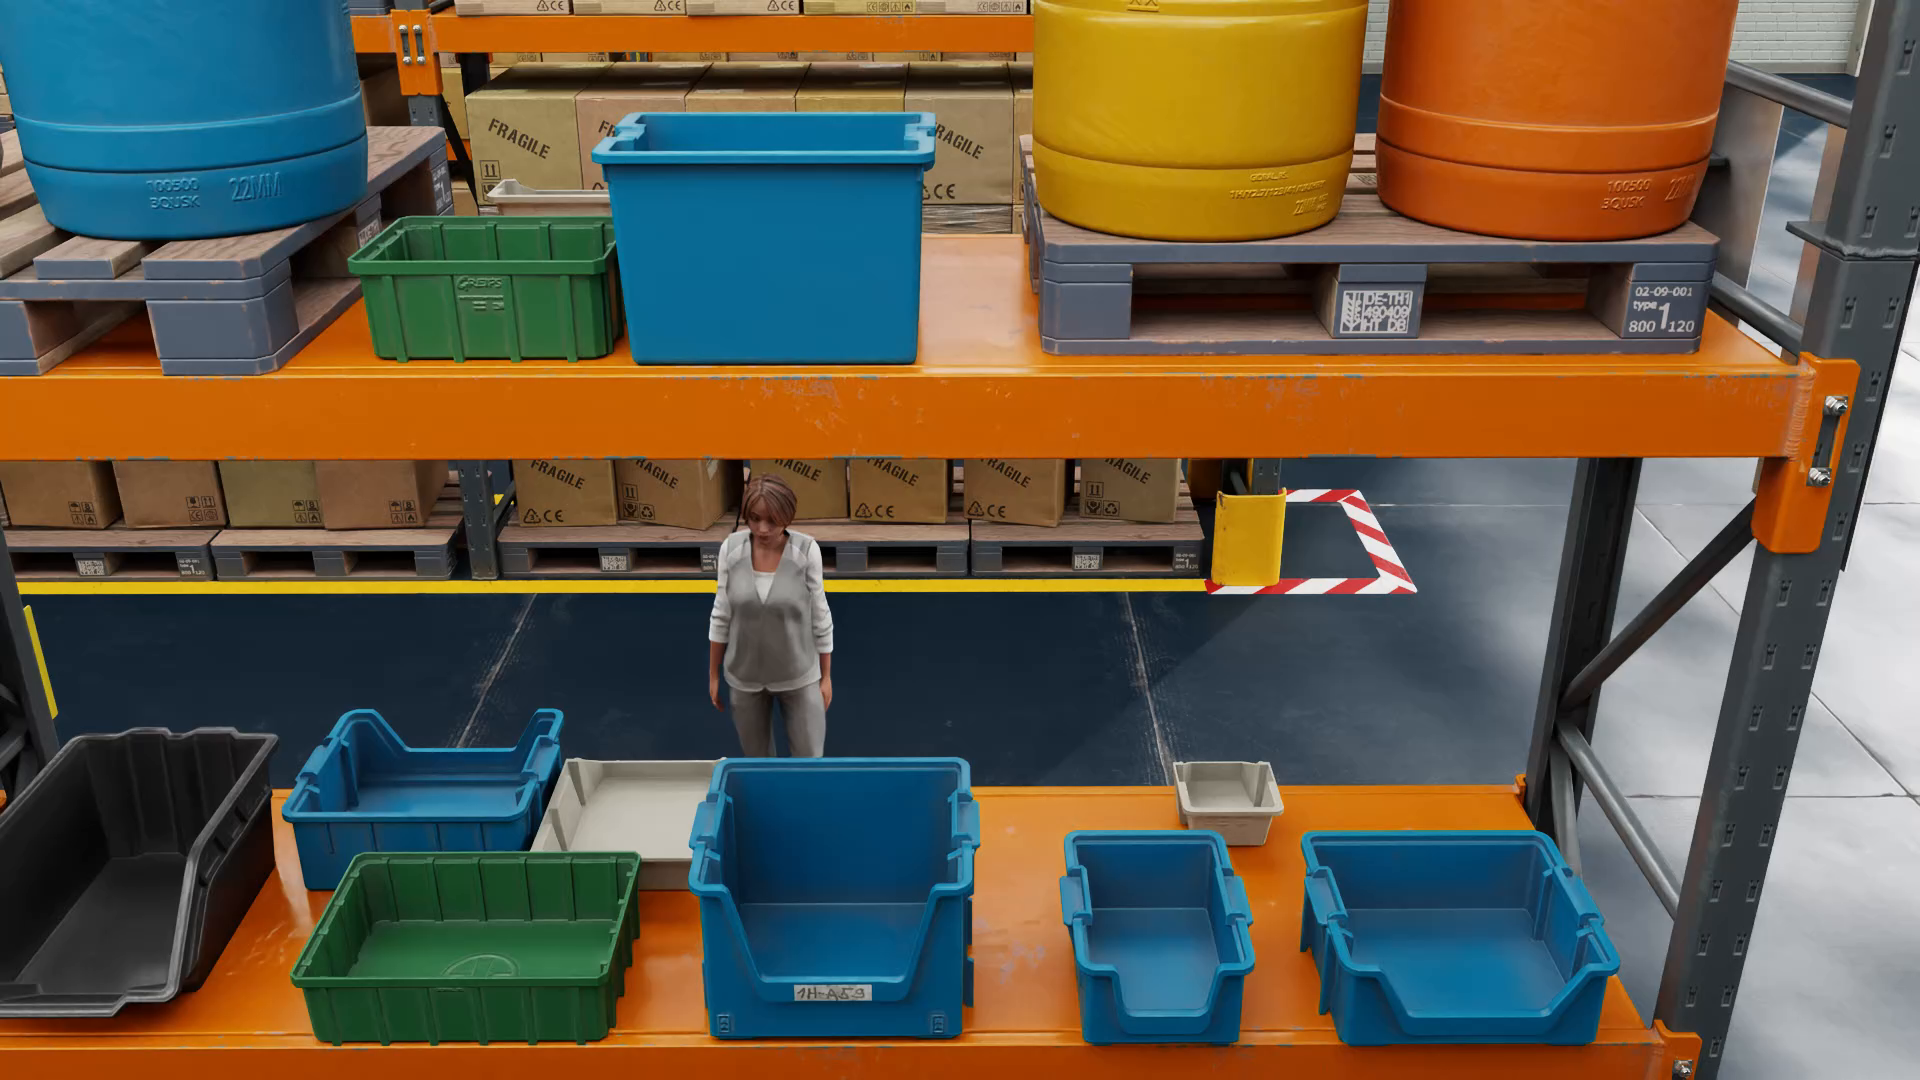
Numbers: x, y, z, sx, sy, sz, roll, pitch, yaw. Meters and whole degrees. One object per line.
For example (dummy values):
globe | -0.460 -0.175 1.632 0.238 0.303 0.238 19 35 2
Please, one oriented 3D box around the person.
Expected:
person | -0.678 0.515 5.984 0.451 1.616 0.322 2 25 5
